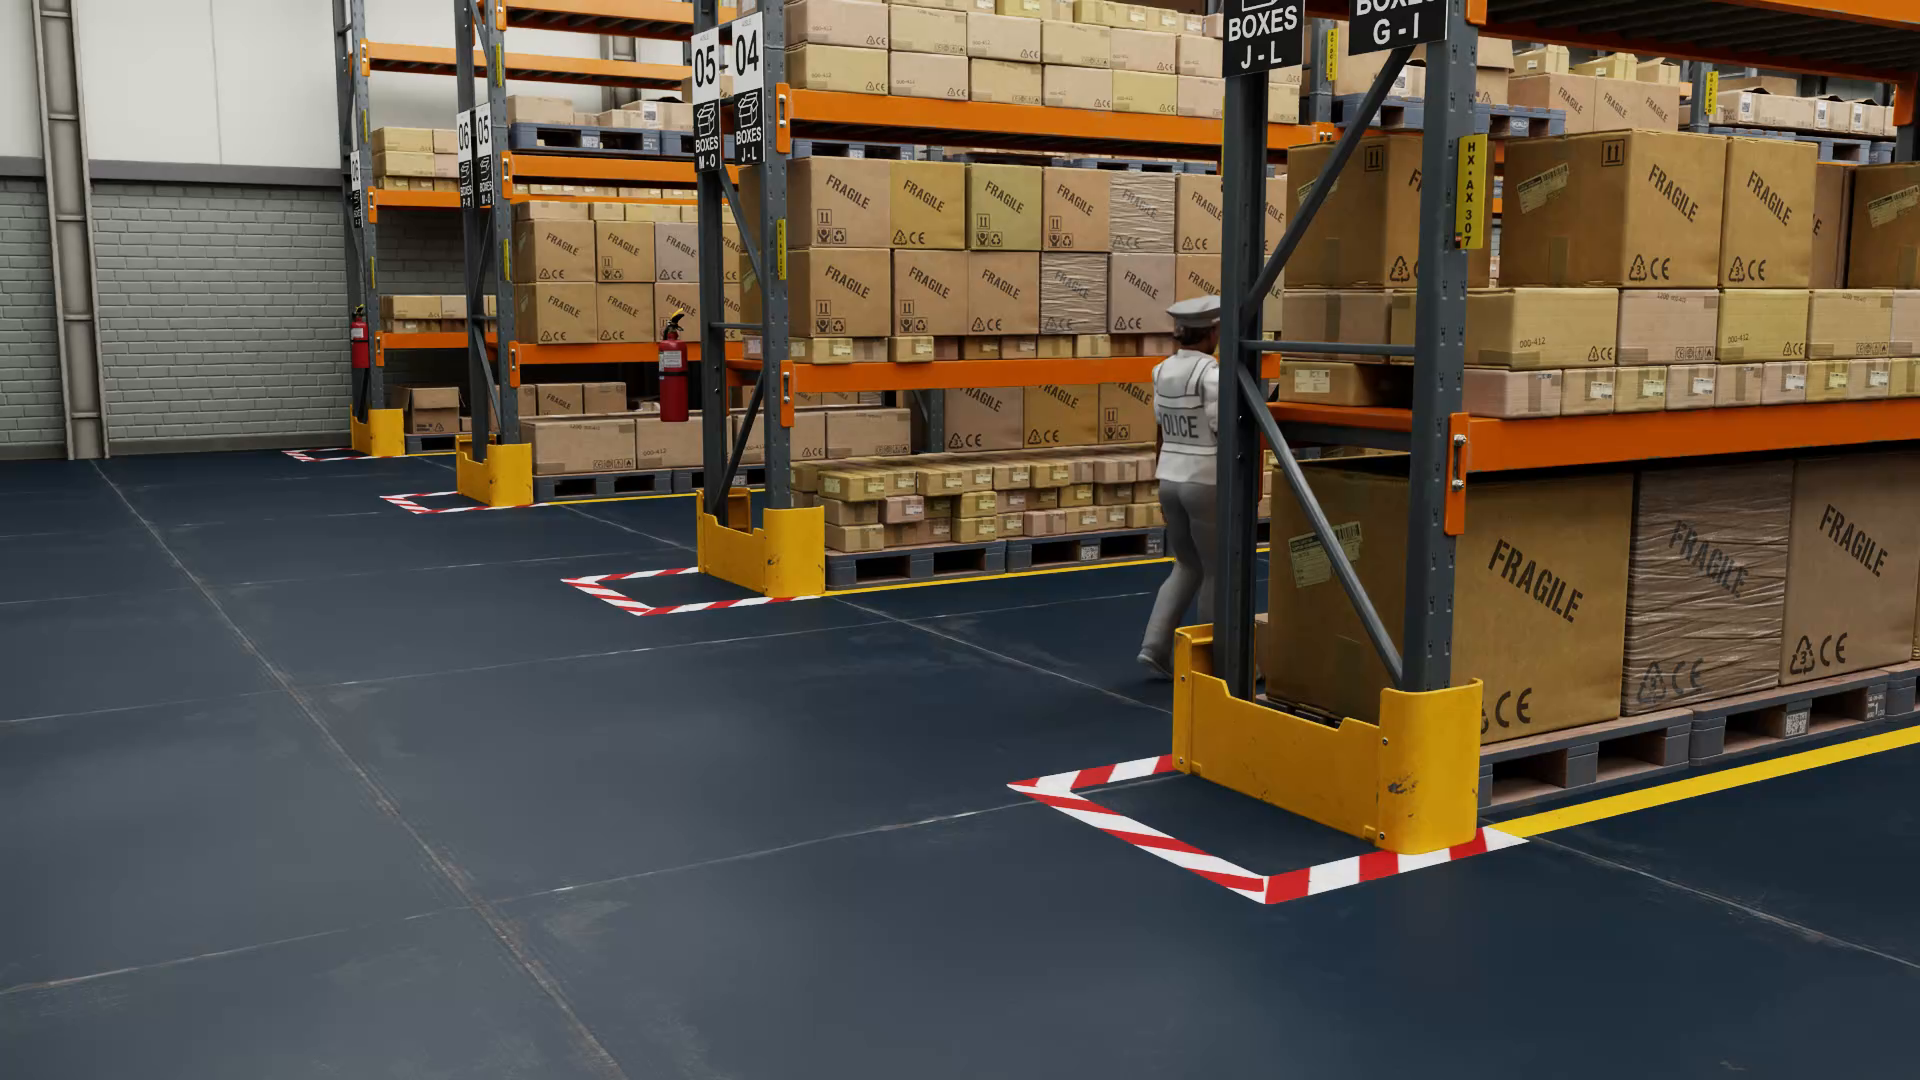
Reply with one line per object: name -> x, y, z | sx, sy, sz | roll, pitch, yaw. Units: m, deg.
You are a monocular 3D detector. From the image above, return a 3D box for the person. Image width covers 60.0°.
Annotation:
person -> 1.057, -0.190, 7.152 | 0.514, 1.715, 0.454 | -5, 10, -30
